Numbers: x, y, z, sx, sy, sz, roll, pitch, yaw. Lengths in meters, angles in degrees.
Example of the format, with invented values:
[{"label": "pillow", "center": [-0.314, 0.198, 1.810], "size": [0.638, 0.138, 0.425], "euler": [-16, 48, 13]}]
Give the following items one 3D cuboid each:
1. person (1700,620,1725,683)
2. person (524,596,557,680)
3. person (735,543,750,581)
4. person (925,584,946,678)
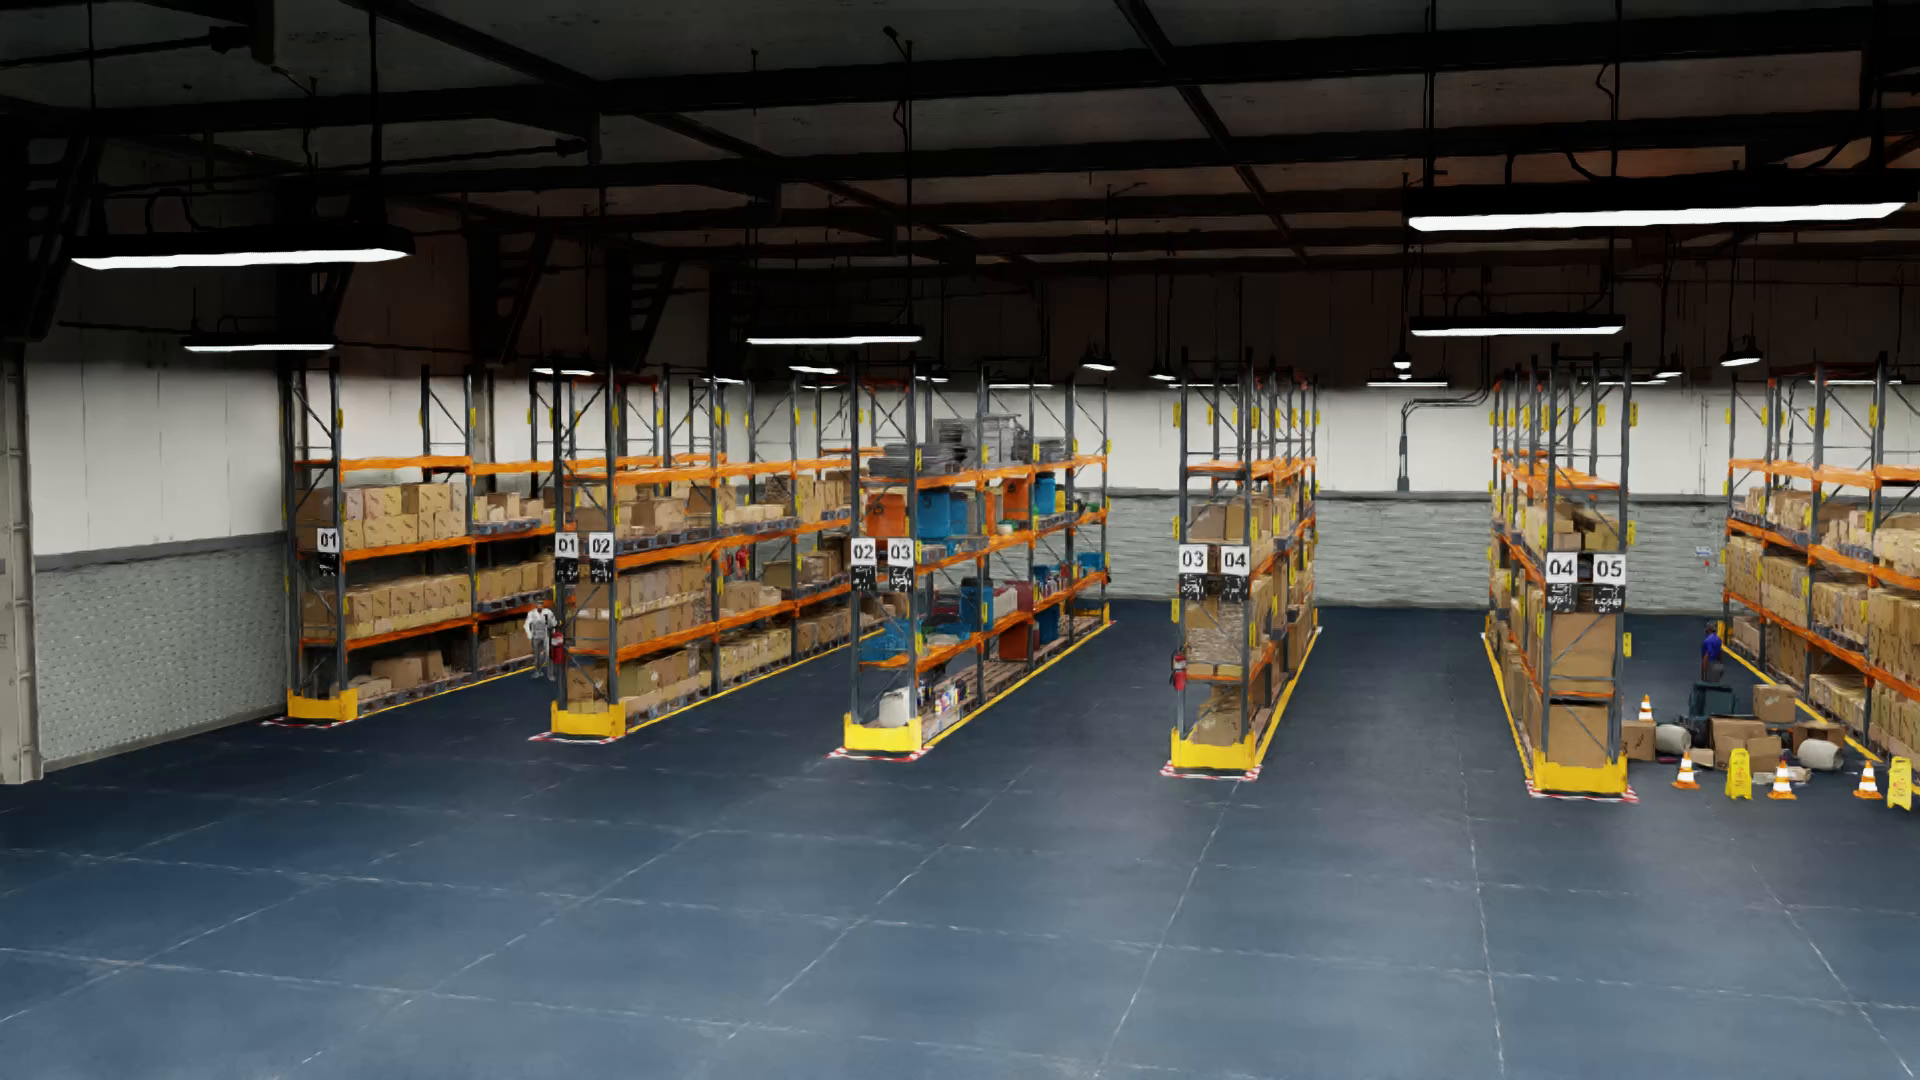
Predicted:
[{"label": "person", "center": [12.383, 2.143, 27.468], "size": [0.549, 1.646, 0.577], "euler": [4, 6, 44]}, {"label": "person", "center": [-7.994, 1.853, 31.804], "size": [0.630, 1.608, 0.811], "euler": [0, 4, -2]}, {"label": "person", "center": [-5.884, 0.852, 44.861], "size": [0.726, 1.726, 0.486], "euler": [-3, 5, -37]}, {"label": "person", "center": [-0.491, 1.740, 32.104], "size": [0.622, 1.772, 0.697], "euler": [2, 5, 30]}]
